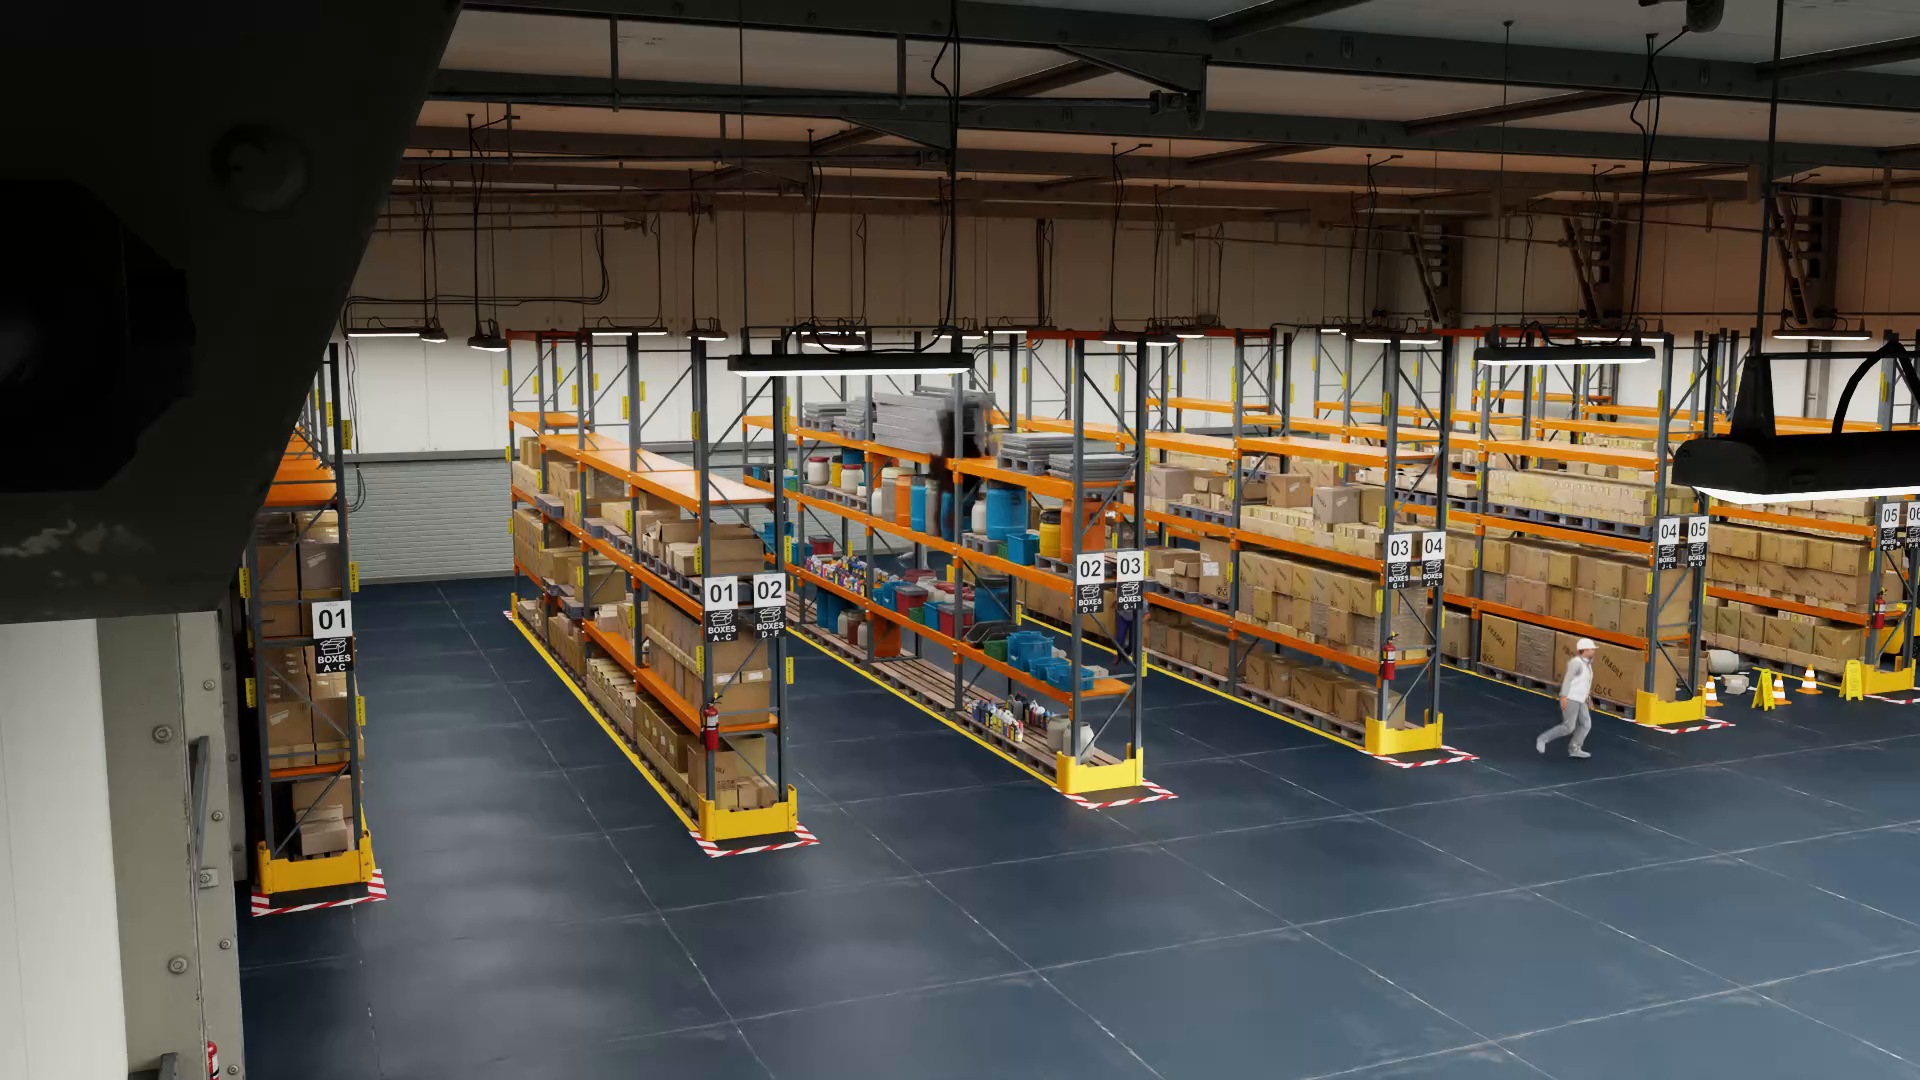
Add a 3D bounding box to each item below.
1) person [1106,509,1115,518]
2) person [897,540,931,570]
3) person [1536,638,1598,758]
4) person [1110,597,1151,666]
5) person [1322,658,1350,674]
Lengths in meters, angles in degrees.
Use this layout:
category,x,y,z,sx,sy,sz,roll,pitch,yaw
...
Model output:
category,x,y,z,sx,sy,sz,roll,pitch,yaw
person,3.751,-0.116,41.434,0.625,1.701,0.674,4,9,26
person,-1.105,-0.055,40.887,0.899,1.703,0.605,1,8,9
person,8.698,2.246,23.826,0.736,1.719,0.725,5,9,33
person,2.932,1.491,28.583,0.661,1.452,0.919,0,8,2
person,6.764,1.496,29.150,0.700,1.753,0.844,-5,9,-30
